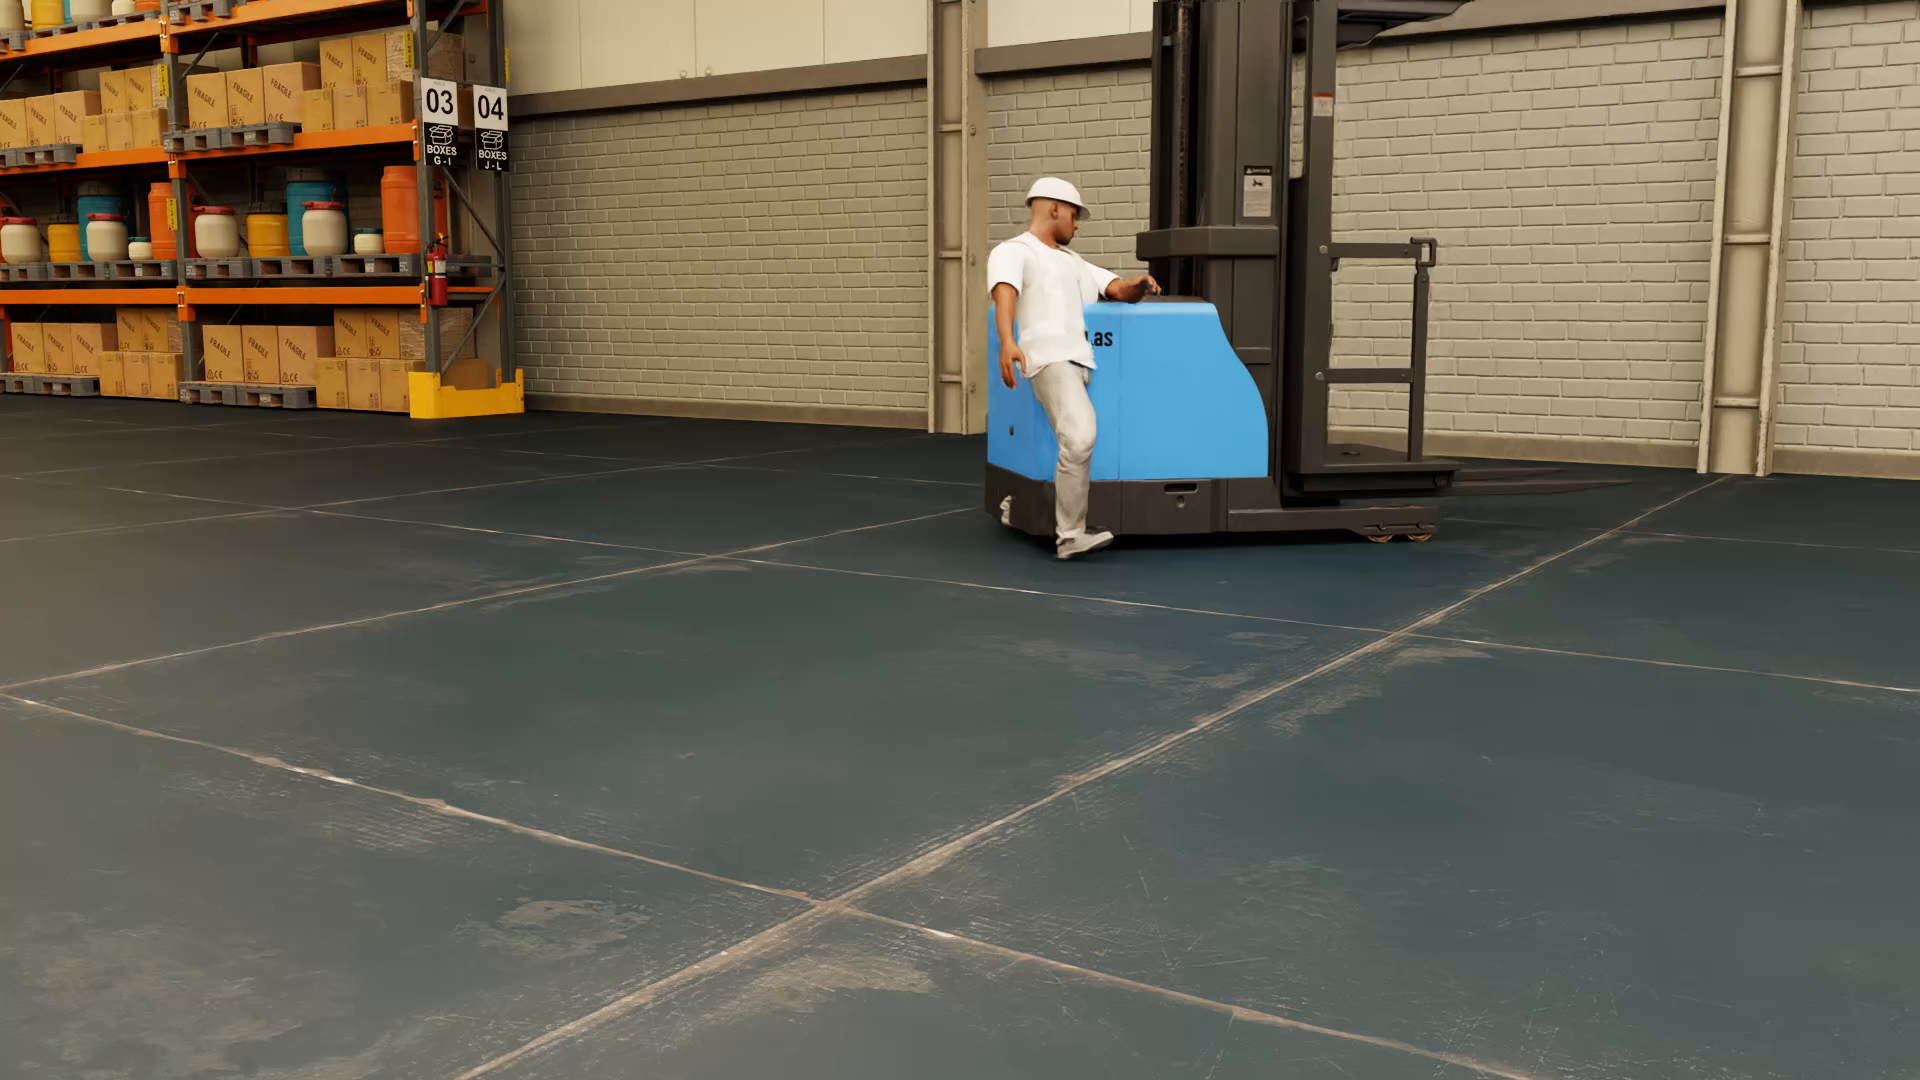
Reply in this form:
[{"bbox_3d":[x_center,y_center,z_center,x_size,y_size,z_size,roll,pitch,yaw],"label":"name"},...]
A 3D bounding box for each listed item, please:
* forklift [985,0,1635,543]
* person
[{"bbox_3d":[1.693,-1.508,7.797,3.031,2.935,1.130,-2,8,-13],"label":"forklift"},{"bbox_3d":[0.419,-0.734,7.080,0.884,1.633,0.842,4,9,29],"label":"person"}]
